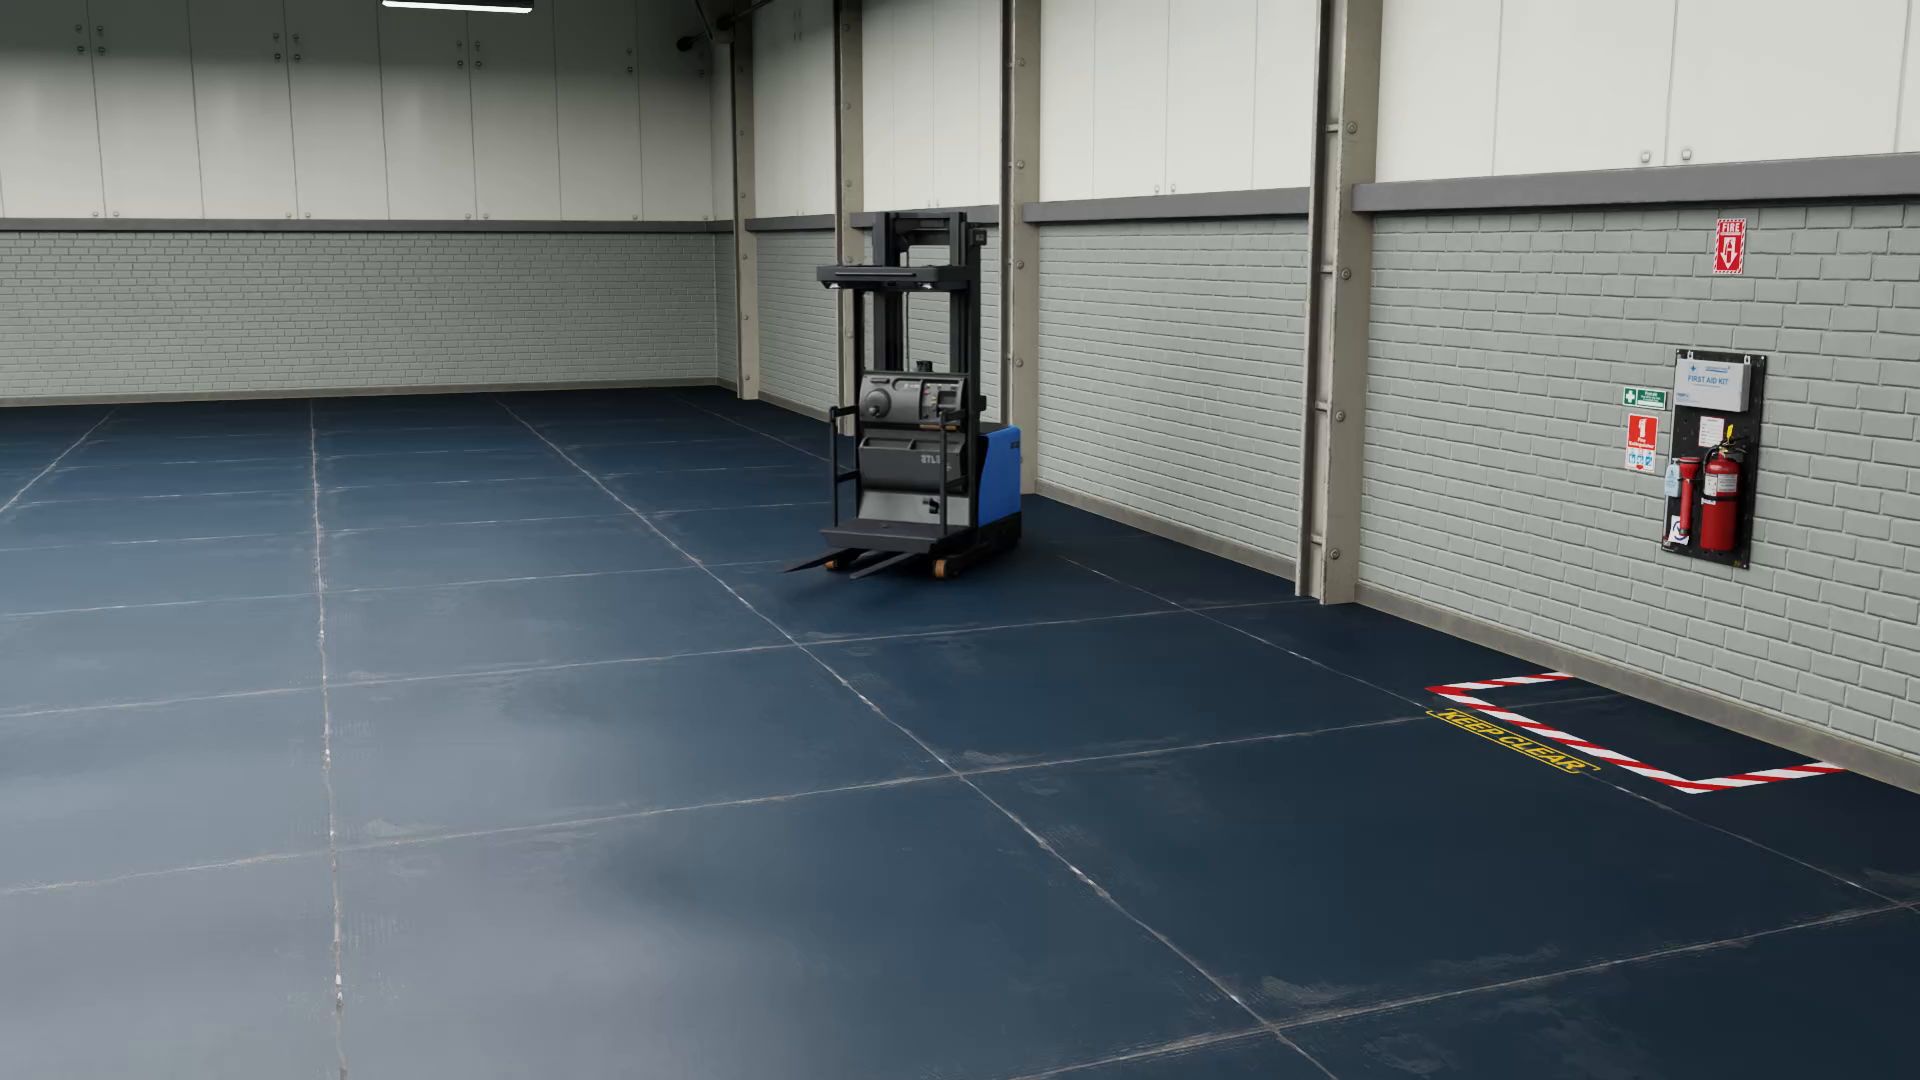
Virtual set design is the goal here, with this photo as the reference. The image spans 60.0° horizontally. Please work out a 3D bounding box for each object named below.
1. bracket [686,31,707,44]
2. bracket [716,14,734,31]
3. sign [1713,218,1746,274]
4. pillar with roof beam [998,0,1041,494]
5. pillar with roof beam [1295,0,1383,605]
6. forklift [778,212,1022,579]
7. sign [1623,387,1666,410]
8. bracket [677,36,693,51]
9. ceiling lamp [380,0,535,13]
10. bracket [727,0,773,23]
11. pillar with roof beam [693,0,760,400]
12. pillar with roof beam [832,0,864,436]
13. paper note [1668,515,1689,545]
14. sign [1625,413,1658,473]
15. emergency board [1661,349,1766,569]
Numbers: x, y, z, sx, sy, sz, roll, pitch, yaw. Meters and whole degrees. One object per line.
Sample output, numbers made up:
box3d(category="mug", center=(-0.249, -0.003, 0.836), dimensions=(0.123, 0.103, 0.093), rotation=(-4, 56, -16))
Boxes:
box3d(category="bracket", center=(-4.842, -9.031, 30.047), dimensions=(0.076, 0.066, 3.189), rotation=(-4, 11, -21))
box3d(category="bracket", center=(-3.897, -8.605, 27.653), dimensions=(0.235, 0.232, 0.430), rotation=(-4, 11, -21))
box3d(category="sign", center=(4.211, -1.607, 9.099), dimensions=(0.001, 0.298, 0.199), rotation=(-4, 11, -21))
box3d(category="pillar with roof beam", center=(-3.380, -4.691, 15.928), dimensions=(9.100, 9.000, 0.400), rotation=(-4, 11, -21))
box3d(category="pillar with roof beam", center=(-1.206, -3.712, 10.422), dimensions=(9.100, 9.000, 0.400), rotation=(-4, 11, -21))
box3d(category="forklift", center=(-0.484, -1.209, 13.675), dimensions=(1.130, 2.935, 3.031), rotation=(4, 11, 23))
box3d(category="sign", center=(4.010, -0.832, 9.747), dimensions=(0.001, 0.109, 0.331), rotation=(-4, 11, -21))
box3d(category="bracket", center=(-5.056, -9.127, 30.589), dimensions=(0.235, 0.232, 0.430), rotation=(-4, 11, -21))
box3d(category="ceiling lamp", center=(-6.939, -8.852, 22.649), dimensions=(2.000, 3.185, 0.800), rotation=(-4, 11, -21))
box3d(category="bracket", center=(-2.963, -8.185, 25.289), dimensions=(0.076, 0.066, 4.783), rotation=(-4, 11, -21))
box3d(category="pillar with roof beam", center=(-7.729, -6.650, 26.940), dimensions=(9.100, 9.000, 0.548), rotation=(-4, 11, -21))
box3d(category="pillar with roof beam", center=(-5.554, -5.671, 21.434), dimensions=(9.100, 9.000, 0.400), rotation=(-4, 11, -21))
box3d(category="paper note", center=(4.121, -0.058, 9.523), dimensions=(0.016, 0.148, 0.142), rotation=(-4, 11, -21))
box3d(category="sign", center=(4.016, -0.572, 9.800), dimensions=(0.001, 0.329, 0.234), rotation=(-4, 11, -21))
box3d(category="emergency board", center=(4.121, -0.458, 9.259), dimensions=(0.194, 1.169, 0.643), rotation=(-4, 11, -21))
